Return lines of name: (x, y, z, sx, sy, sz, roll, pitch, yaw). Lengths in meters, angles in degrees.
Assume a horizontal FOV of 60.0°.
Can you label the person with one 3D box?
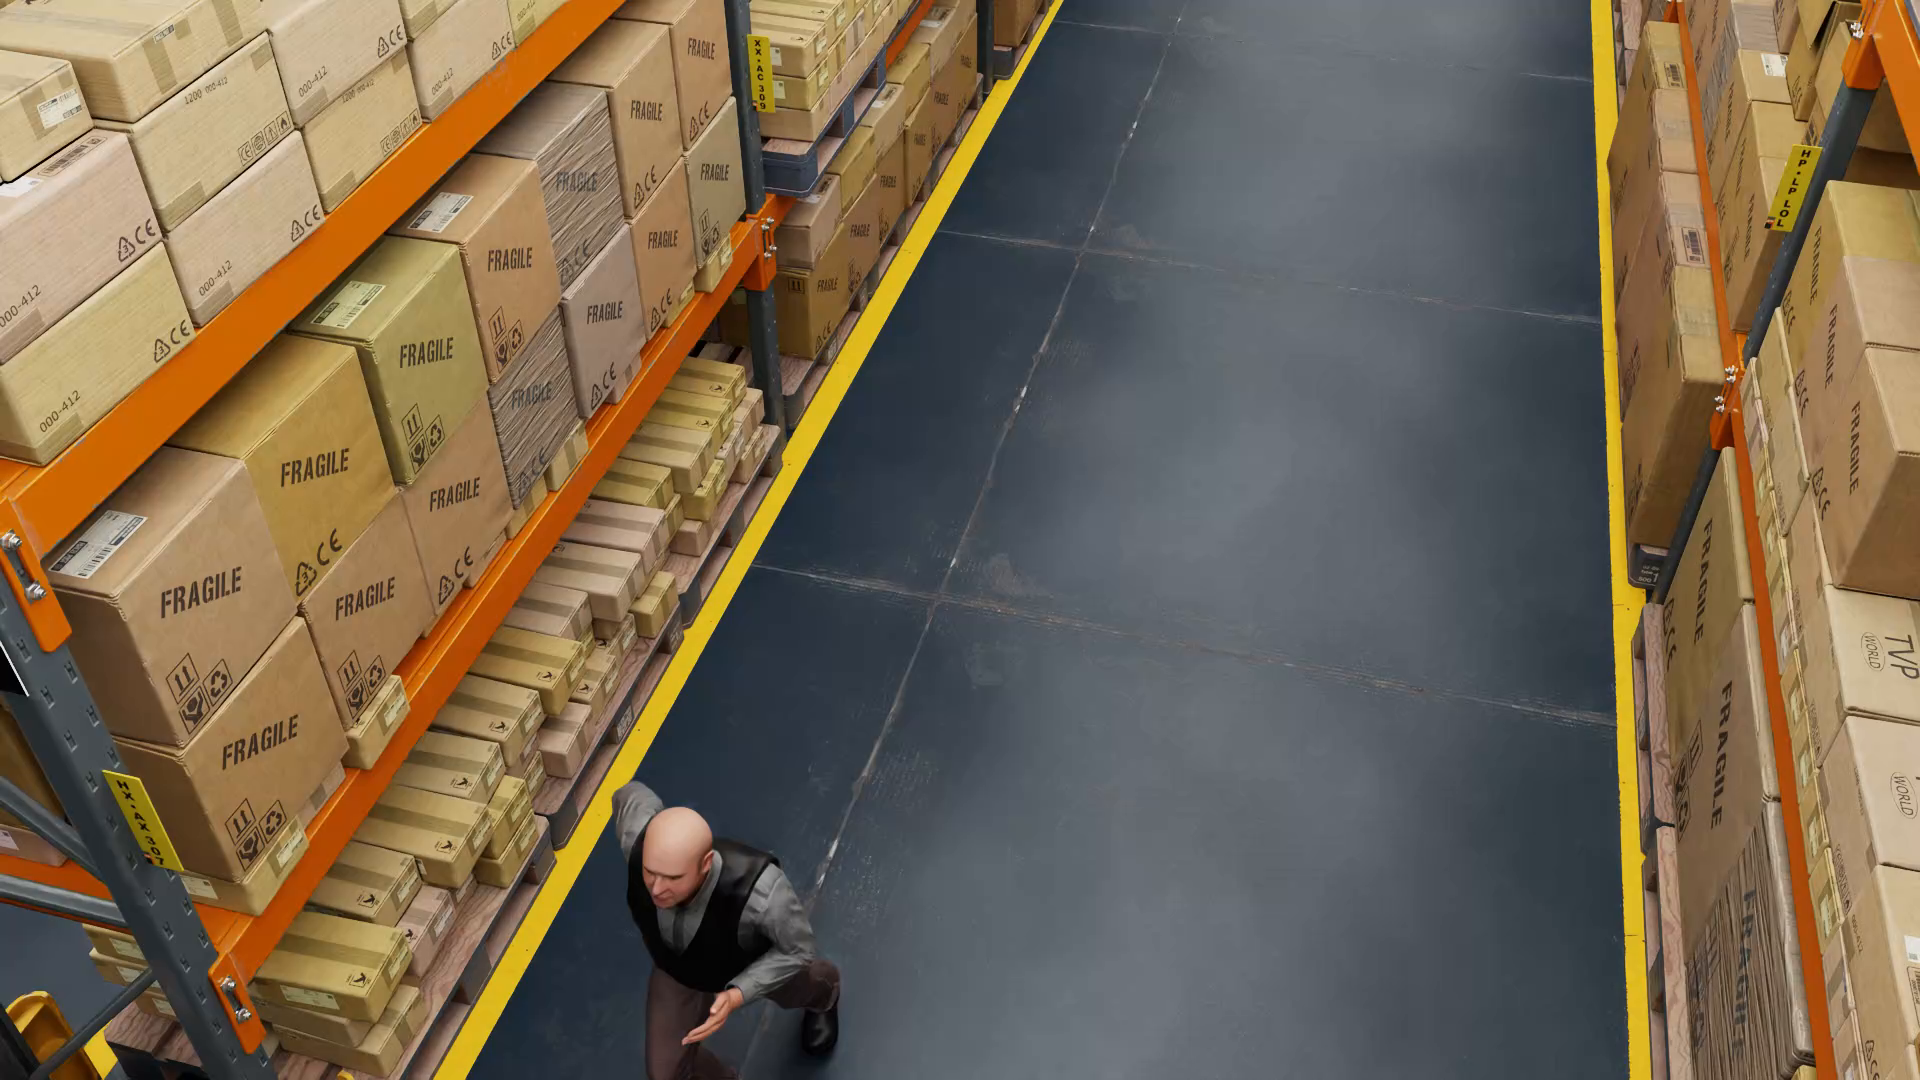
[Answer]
person: (-0.727, 1.195, 4.836, 0.560, 1.649, 0.965, 7, 41, 8)
